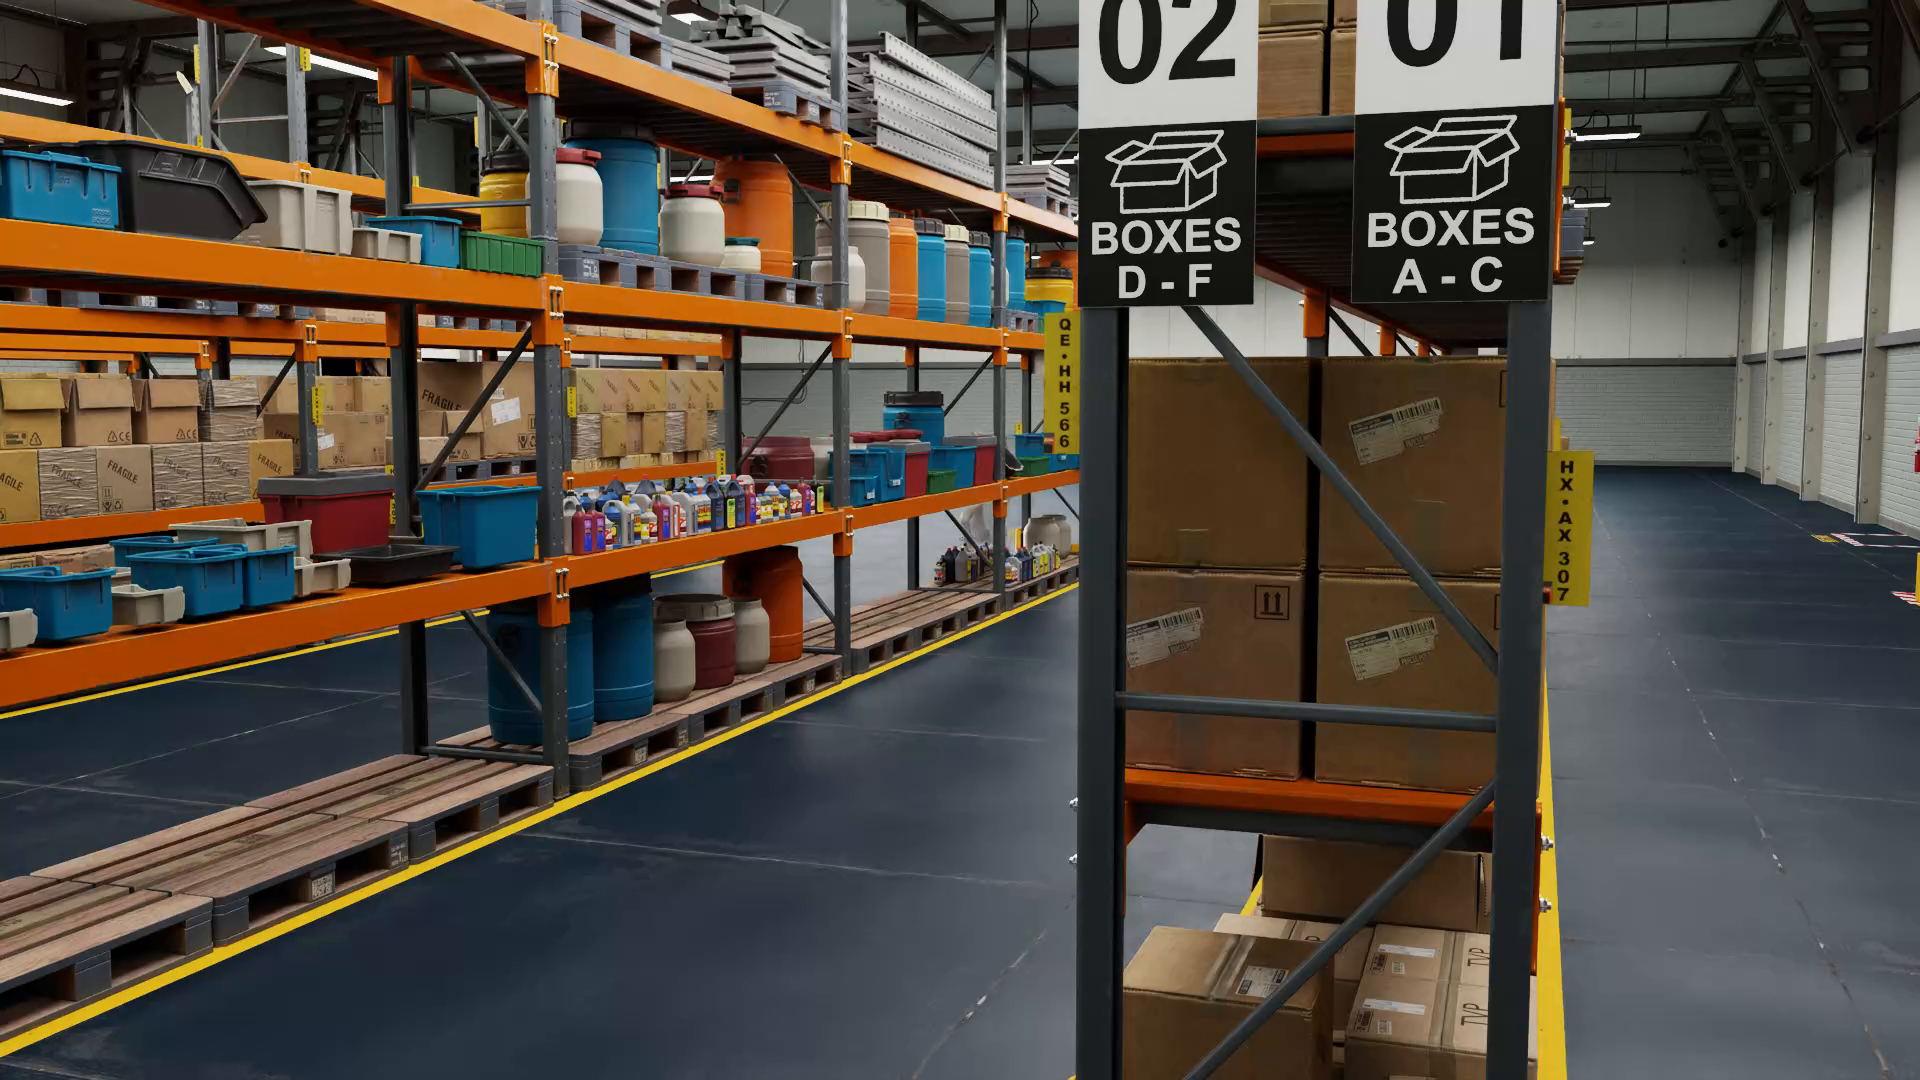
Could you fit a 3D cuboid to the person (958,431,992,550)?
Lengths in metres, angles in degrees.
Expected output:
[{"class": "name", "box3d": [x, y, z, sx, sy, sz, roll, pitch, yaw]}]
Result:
[{"class": "person", "box3d": [0.164, -0.554, 21.653, 0.623, 1.724, 0.599, -2, 6, -21]}]
